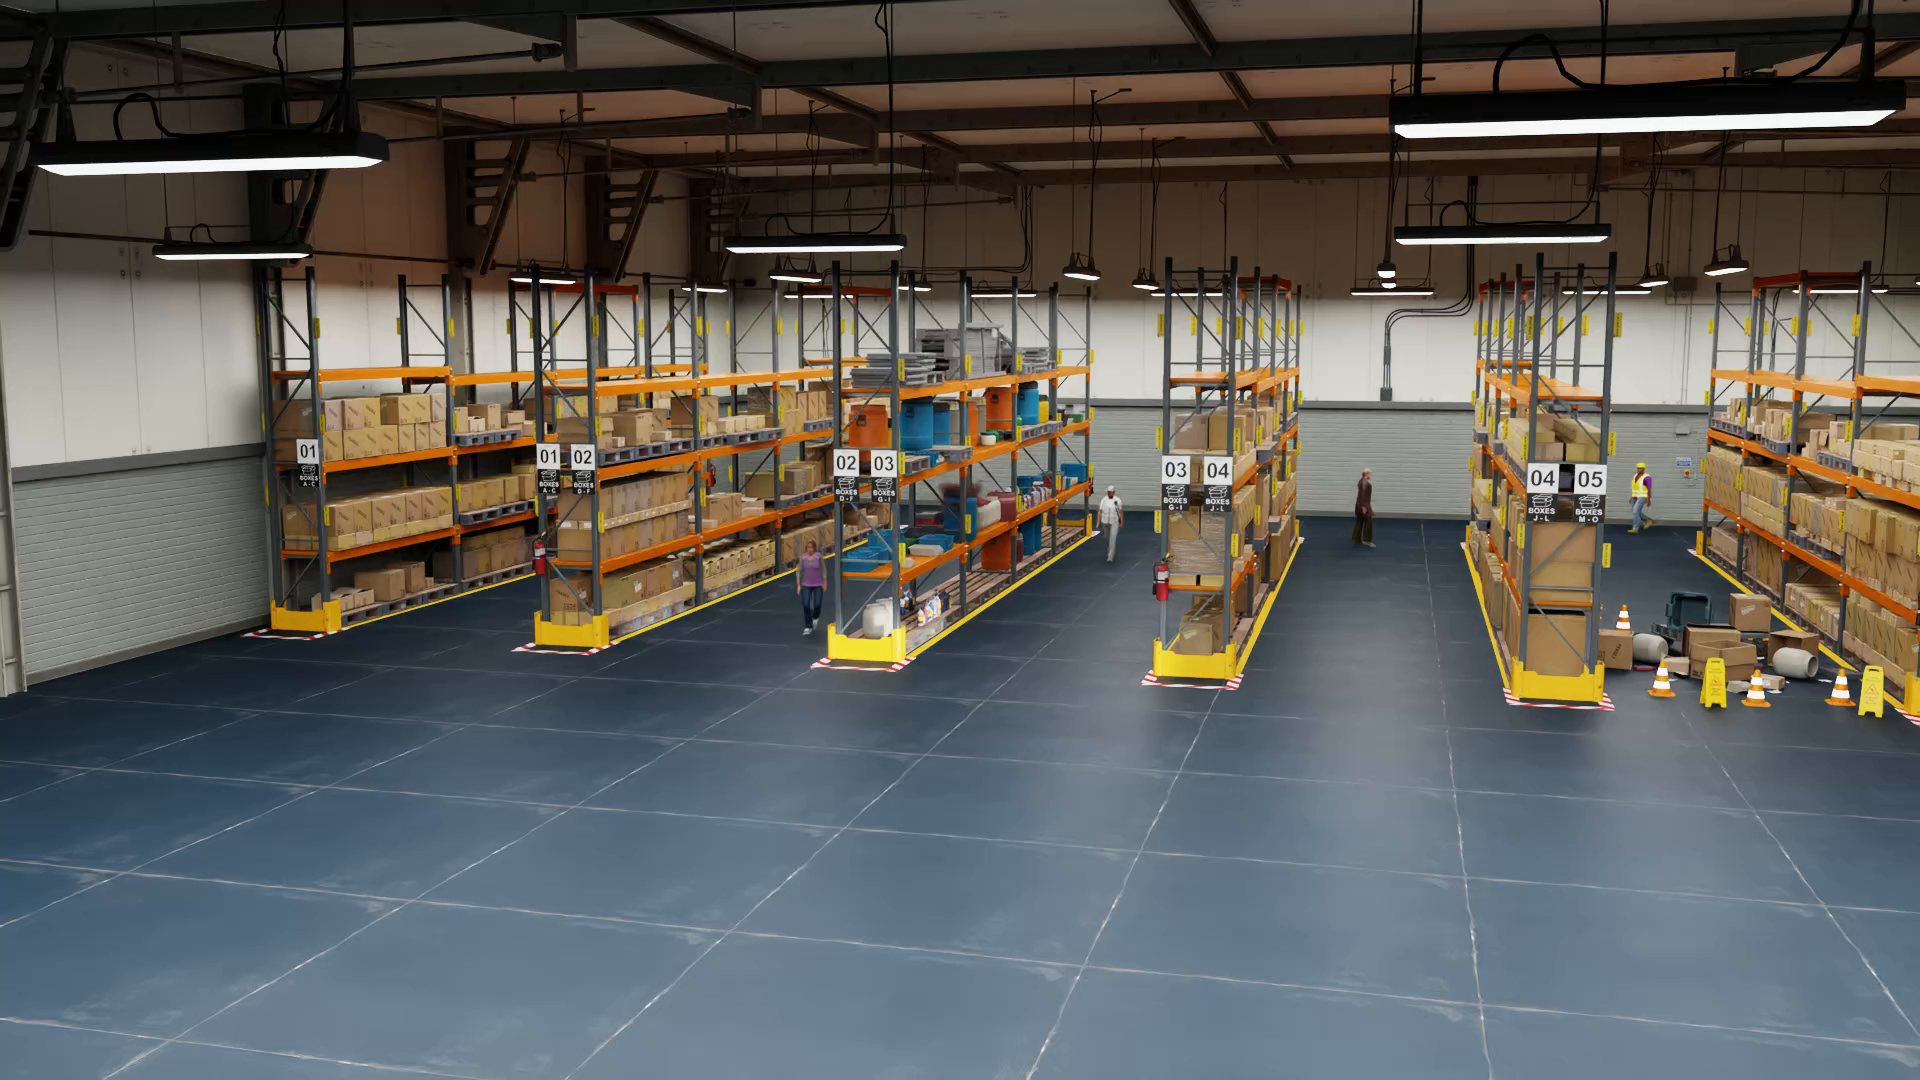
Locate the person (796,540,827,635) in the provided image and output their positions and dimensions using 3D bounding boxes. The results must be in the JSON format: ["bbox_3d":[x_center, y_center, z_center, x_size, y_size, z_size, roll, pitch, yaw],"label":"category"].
[{"bbox_3d":[-2.443,0.815,27.446,0.502,1.474,0.448,0,7,3],"label":"person"}]

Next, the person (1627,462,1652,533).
[{"bbox_3d":[16.716,-1.042,40.779,0.844,1.744,0.571,-2,8,-17],"label":"person"}]

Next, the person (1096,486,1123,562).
[{"bbox_3d":[3.234,-0.375,35.988,0.510,1.612,1.007,3,8,19],"label":"person"}]

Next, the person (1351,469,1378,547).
[{"bbox_3d":[9.358,-0.741,38.433,0.582,1.826,0.644,0,7,-1],"label":"person"}]
